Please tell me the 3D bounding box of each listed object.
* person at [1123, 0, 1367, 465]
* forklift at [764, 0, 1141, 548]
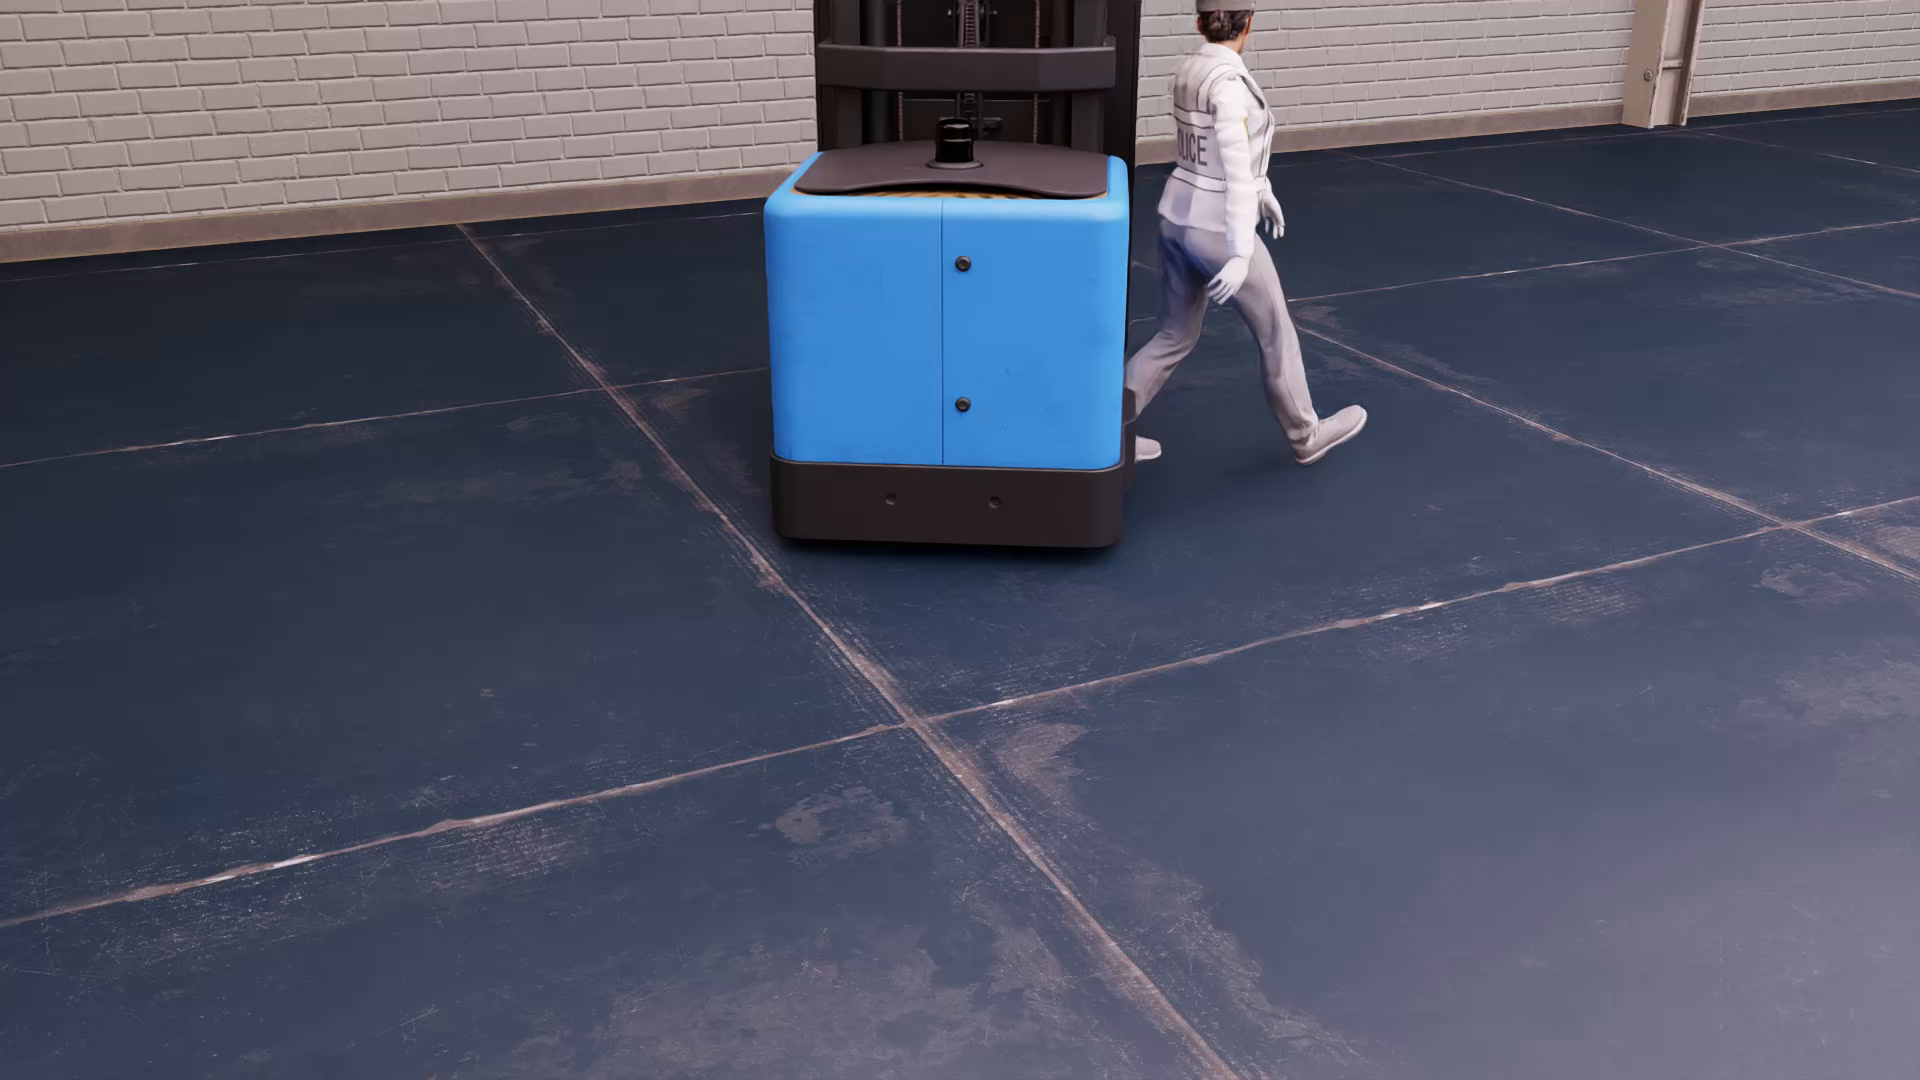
[{"bbox_3d":[0.923,-0.999,5.436,0.904,1.607,0.625,-7,24,-17],"label":"person"},{"bbox_3d":[0.077,-1.855,5.751,1.130,2.935,3.031,2,23,4],"label":"forklift"}]
